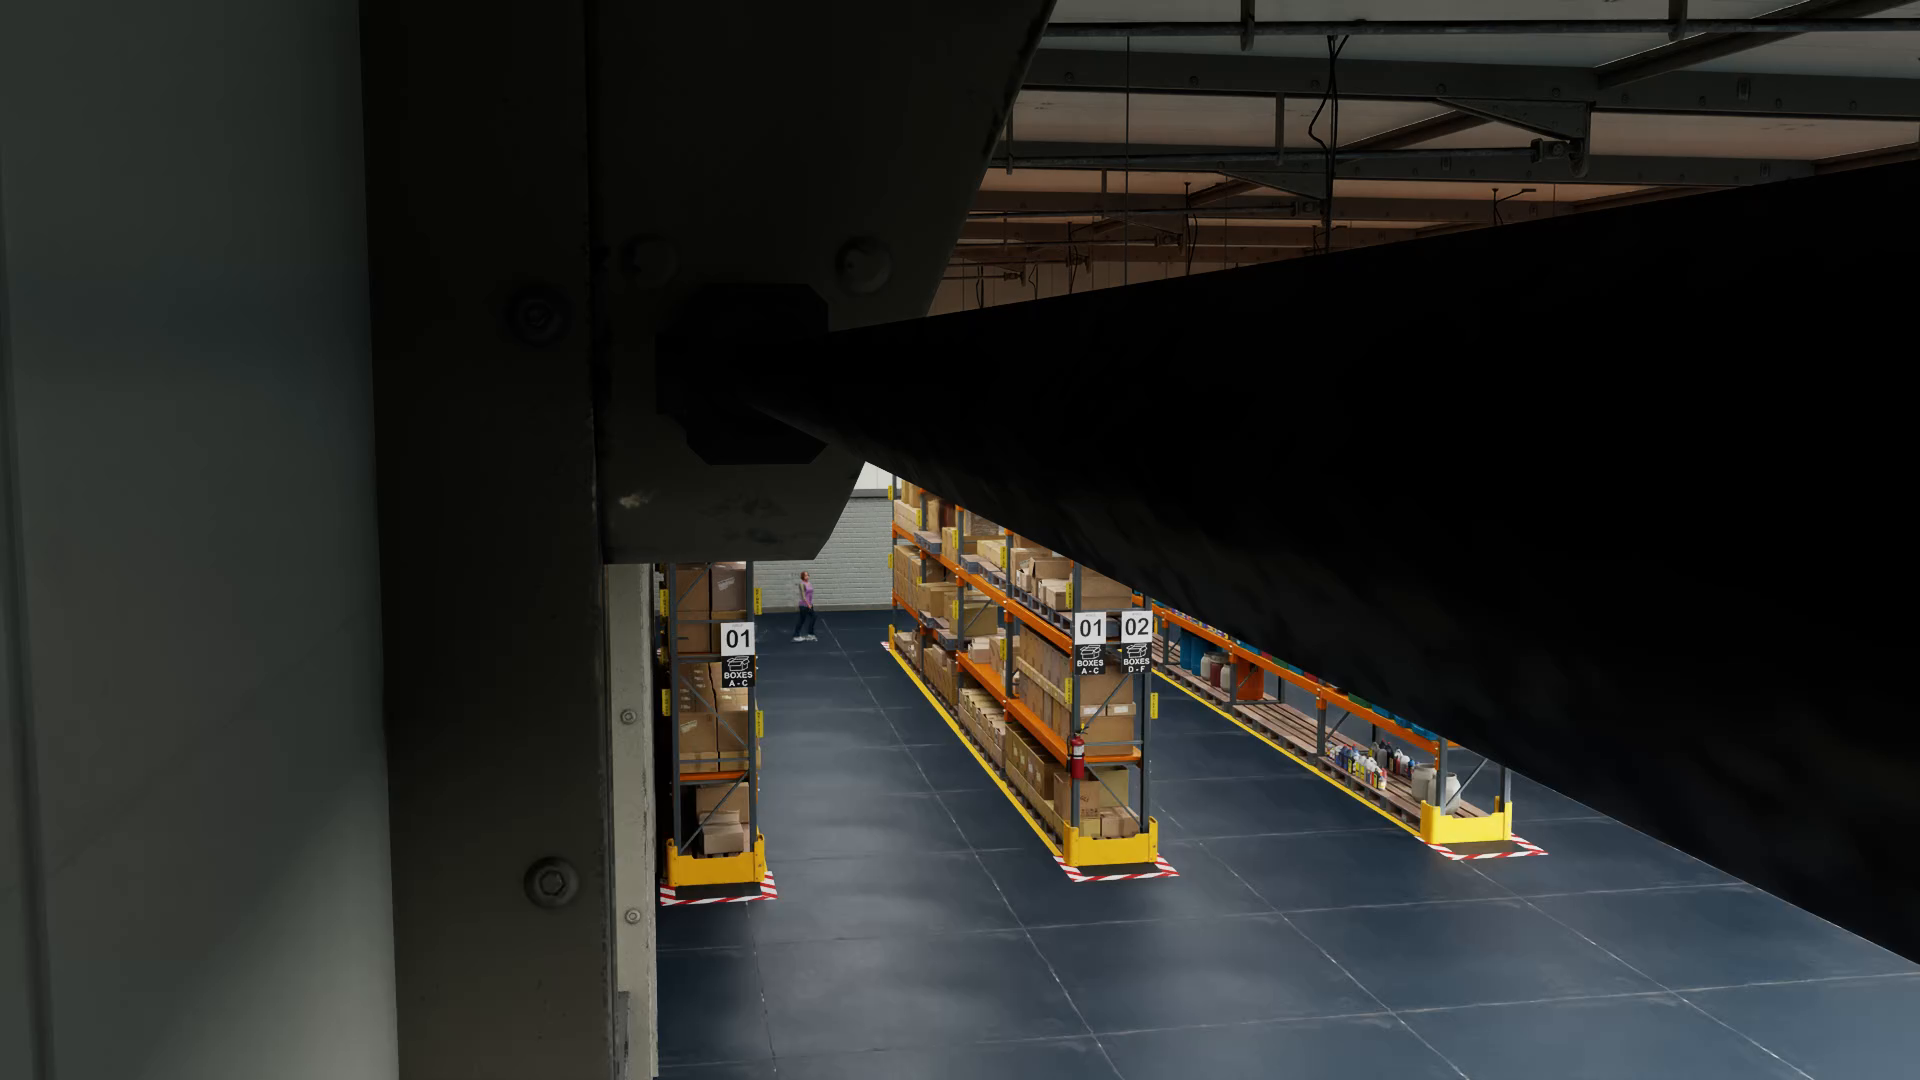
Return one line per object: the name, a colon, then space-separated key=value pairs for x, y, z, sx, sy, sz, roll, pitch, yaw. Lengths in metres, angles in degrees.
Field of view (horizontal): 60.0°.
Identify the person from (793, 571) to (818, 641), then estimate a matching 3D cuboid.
person: x=-3.481 y=1.509 z=37.378 sx=0.577 sy=1.585 sz=0.524 roll=-1 pitch=6 yaw=-5
